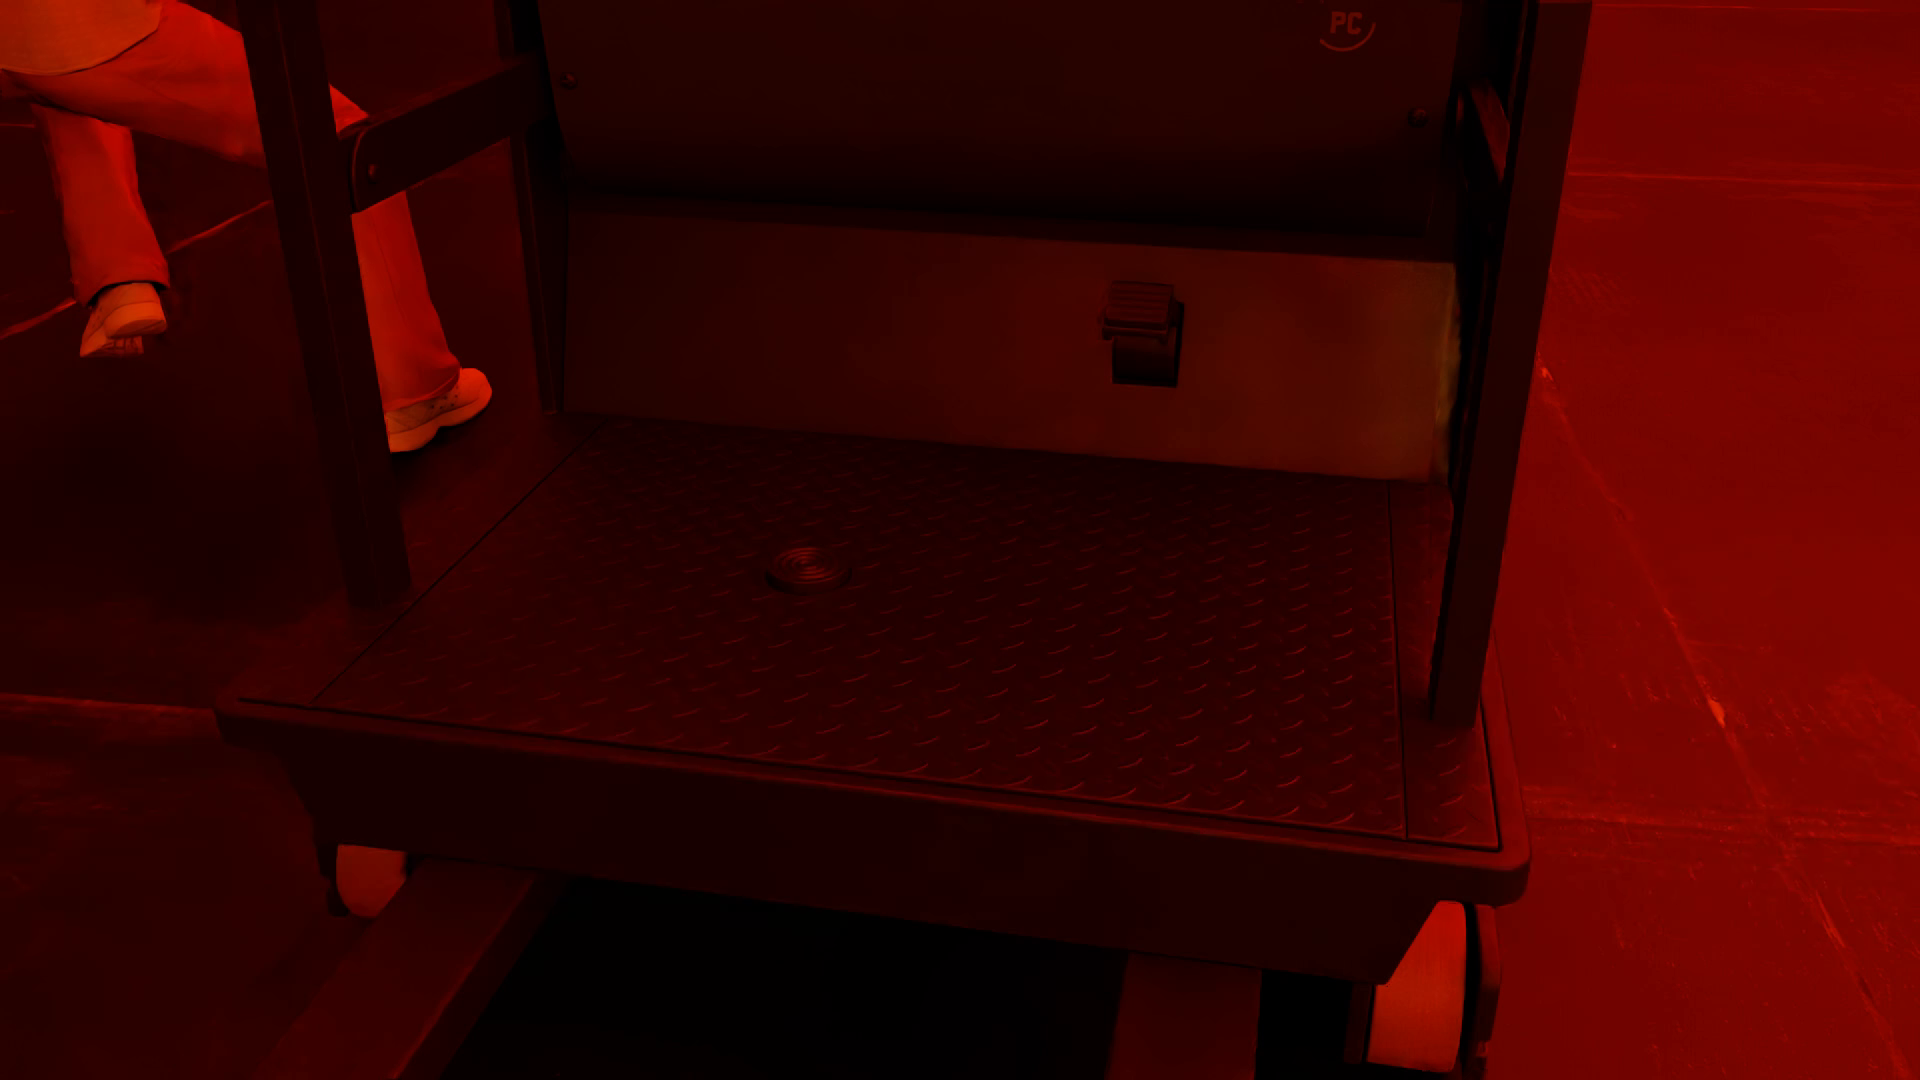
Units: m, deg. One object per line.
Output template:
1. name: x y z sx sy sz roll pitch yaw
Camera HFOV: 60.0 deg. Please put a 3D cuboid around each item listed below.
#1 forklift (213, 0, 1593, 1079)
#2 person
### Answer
1. forklift: -0.016 -1.007 1.236 1.130 2.935 3.031 5 27 10
2. person: -1.278 -0.896 2.653 0.871 1.469 0.688 8 28 16
